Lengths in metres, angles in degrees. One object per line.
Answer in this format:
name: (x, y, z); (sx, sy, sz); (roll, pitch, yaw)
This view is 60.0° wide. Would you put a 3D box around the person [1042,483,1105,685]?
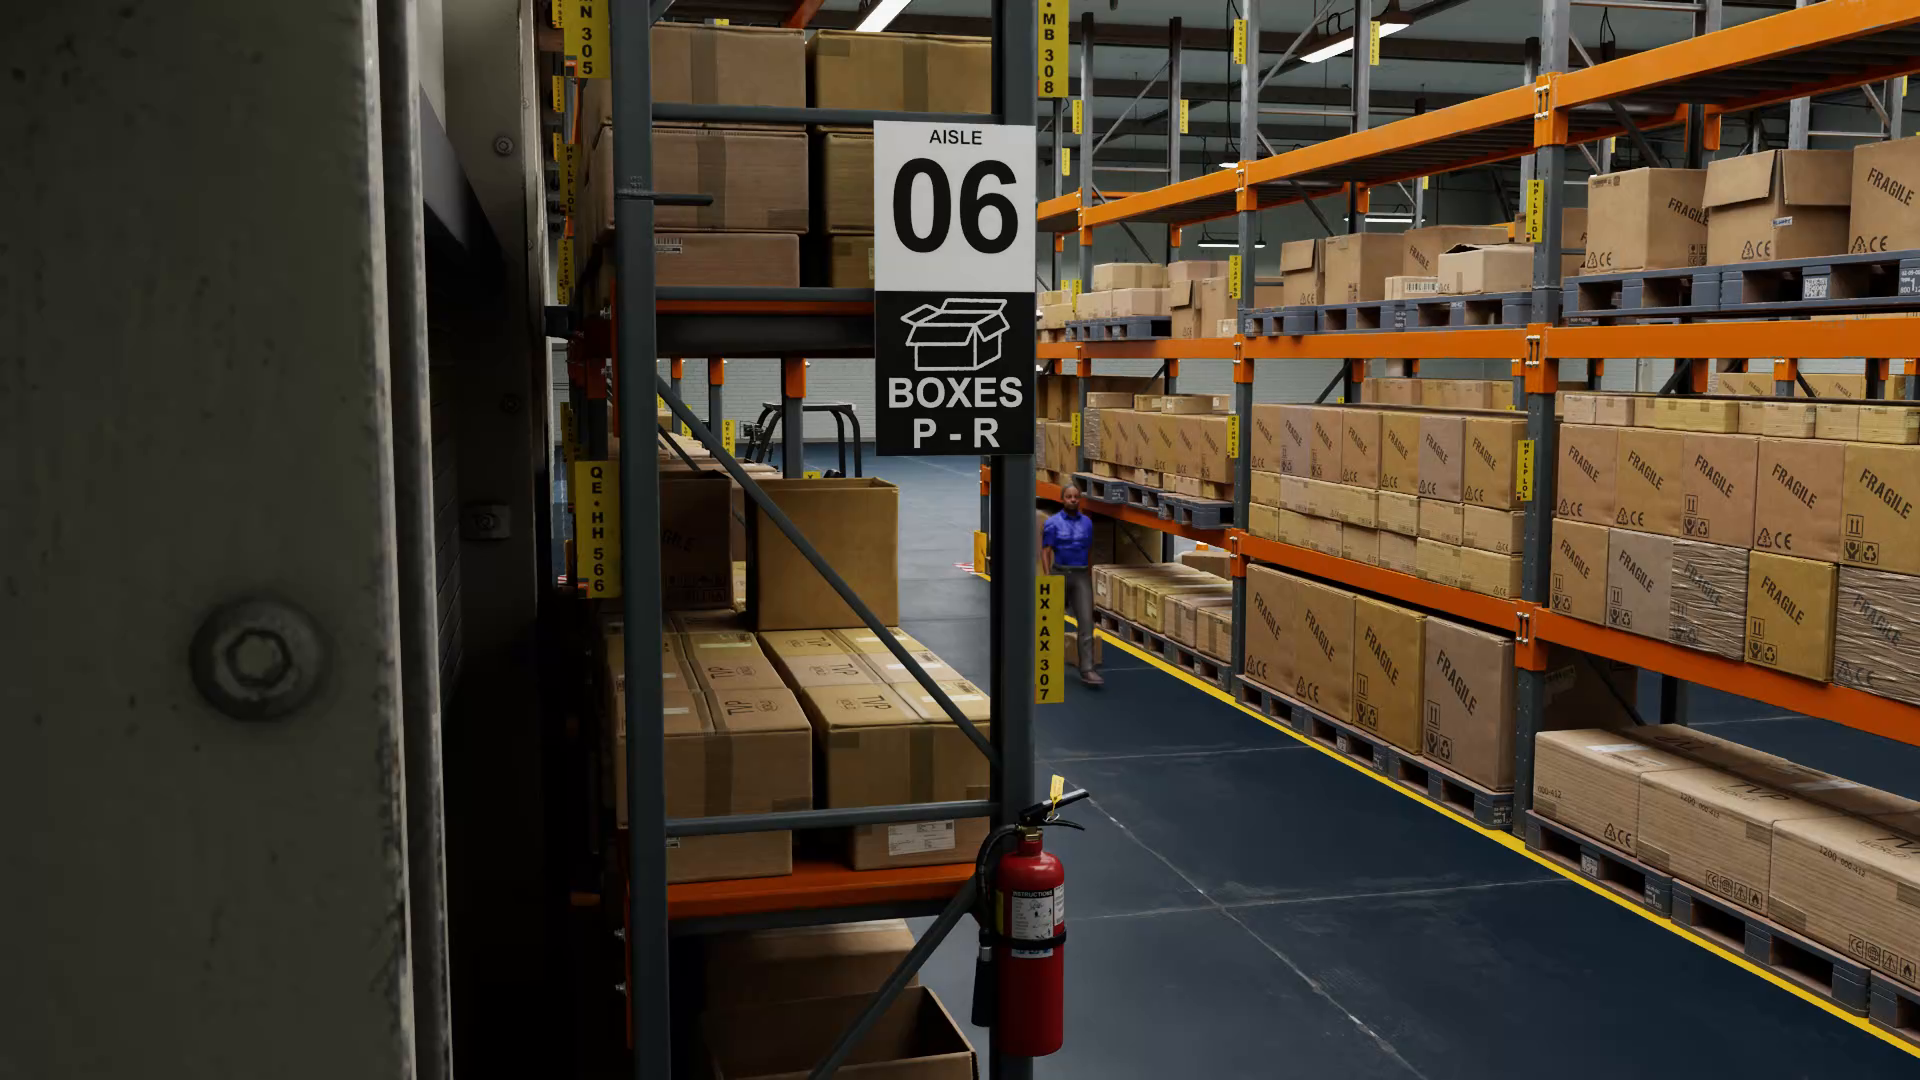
person: (0.899, 0.335, 13.575); (0.475, 1.595, 0.988); (-1, 6, -11)
